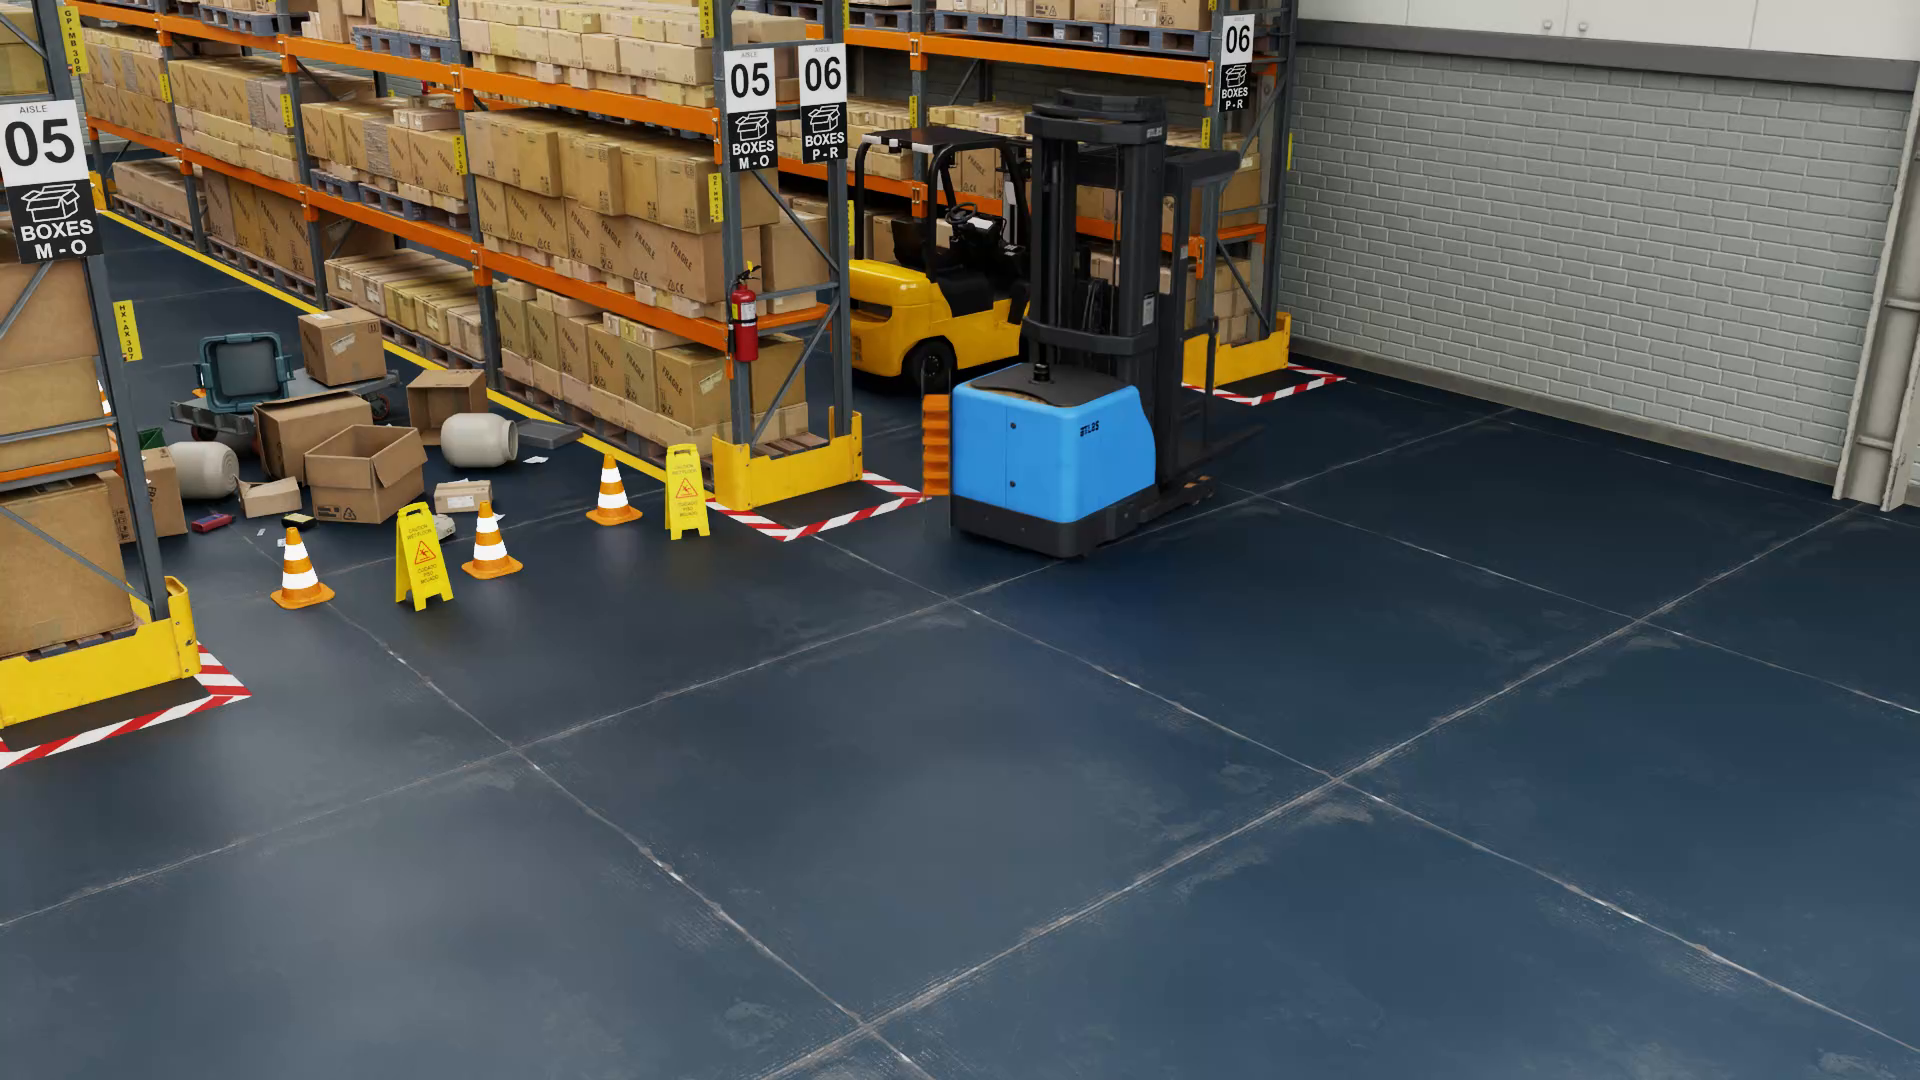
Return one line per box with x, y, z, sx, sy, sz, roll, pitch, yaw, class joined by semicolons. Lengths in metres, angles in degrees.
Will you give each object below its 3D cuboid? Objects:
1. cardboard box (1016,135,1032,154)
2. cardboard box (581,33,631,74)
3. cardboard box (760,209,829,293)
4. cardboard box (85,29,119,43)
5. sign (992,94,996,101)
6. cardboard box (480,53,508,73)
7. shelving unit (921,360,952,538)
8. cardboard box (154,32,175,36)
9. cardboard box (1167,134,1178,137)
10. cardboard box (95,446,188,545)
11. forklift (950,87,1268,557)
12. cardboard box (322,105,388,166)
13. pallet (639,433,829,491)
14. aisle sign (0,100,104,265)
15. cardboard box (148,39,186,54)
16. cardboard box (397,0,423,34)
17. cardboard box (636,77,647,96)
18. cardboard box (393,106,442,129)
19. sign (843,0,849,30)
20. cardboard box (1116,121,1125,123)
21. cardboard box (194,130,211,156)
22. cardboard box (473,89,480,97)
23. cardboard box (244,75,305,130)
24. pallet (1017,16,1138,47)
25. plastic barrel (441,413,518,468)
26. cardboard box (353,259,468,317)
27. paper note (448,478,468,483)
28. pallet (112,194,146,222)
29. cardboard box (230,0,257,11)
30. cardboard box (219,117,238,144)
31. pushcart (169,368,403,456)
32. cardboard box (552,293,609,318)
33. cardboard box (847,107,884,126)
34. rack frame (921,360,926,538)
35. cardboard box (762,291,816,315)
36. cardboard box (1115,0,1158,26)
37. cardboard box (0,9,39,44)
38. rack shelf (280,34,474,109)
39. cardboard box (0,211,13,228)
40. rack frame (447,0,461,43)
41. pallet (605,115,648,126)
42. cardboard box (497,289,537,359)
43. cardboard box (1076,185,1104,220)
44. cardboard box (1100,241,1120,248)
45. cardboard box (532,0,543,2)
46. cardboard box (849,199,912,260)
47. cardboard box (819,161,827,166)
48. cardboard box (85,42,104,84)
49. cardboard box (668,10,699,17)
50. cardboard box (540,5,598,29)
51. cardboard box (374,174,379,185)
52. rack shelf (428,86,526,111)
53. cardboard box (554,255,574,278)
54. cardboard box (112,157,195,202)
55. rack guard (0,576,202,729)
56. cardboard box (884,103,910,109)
0.749;-3.884;16.262;0.380;0.149;0.250;-19;28;-39;cardboard box
-2.428;-3.583;12.204;0.500;0.250;0.500;-17;27;-36;cardboard box
-1.320;-2.141;12.293;0.500;0.500;0.500;-18;28;-38;cardboard box
-11.335;-6.675;22.017;0.380;0.149;0.250;-16;27;-36;cardboard box
0.346;-4.619;17.870;0.100;0.325;0.005;-17;27;-37;sign
-3.687;-3.913;13.594;0.380;0.149;0.250;-17;27;-37;cardboard box
-0.157;-0.618;11.412;0.189;1.200;0.258;1;21;3;shelving unit
-10.247;-6.526;21.635;0.380;0.149;0.250;-16;27;-36;cardboard box
1.768;-3.604;15.139;0.380;0.149;0.250;-17;27;-36;cardboard box
-5.725;-0.311;11.588;0.500;0.500;0.500;-12;25;-28;cardboard box
1.246;-1.716;11.847;1.130;2.935;3.031;16;27;36;forklift
-5.979;-4.028;16.535;0.500;0.500;0.500;-16;26;-35;cardboard box
-1.774;-0.715;13.019;1.003;0.211;1.213;-17;27;-37;pallet
-4.631;-1.815;8.441;0.394;0.787;0.004;-17;27;-37;aisle sign
-9.741;-6.068;20.466;0.380;0.149;0.250;-17;27;-37;cardboard box
-4.649;-4.655;14.772;0.500;0.250;0.500;-17;27;-37;cardboard box
-2.115;-3.299;12.026;0.380;0.149;0.250;-17;27;-37;cardboard box
-4.960;-3.878;15.262;0.380;0.149;0.250;-19;28;-40;cardboard box
-0.810;-3.692;11.486;0.100;0.325;0.005;-17;27;-37;sign
1.714;-3.957;16.040;0.380;0.149;0.250;-18;28;-39;cardboard box
-8.627;-4.678;19.520;0.500;0.250;0.500;-18;28;-39;cardboard box
-7.097;-6.721;24.877;0.380;0.149;0.250;-18;28;-39;cardboard box
-7.319;-4.702;17.868;0.500;0.500;0.500;-17;27;-37;cardboard box
1.295;-4.836;15.727;1.003;0.211;1.213;-17;27;-37;pallet
-3.716;-0.770;12.869;0.512;0.421;0.421;0;21;-1;plastic barrel
-5.594;-2.581;16.988;0.950;0.372;0.625;-18;28;-38;cardboard box
-3.786;-0.429;12.553;0.148;0.019;0.142;-8;23;-19;paper note
-11.083;-4.679;23.141;1.003;0.211;1.213;-17;27;-37;pallet
-7.233;-5.837;17.447;0.700;0.500;0.500;-19;28;-40;cardboard box
-7.977;-4.626;18.703;0.500;0.250;0.500;-18;28;-39;cardboard box
-5.526;-1.087;13.741;0.936;0.377;1.648;12;24;27;pushcart
-3.100;-1.939;13.599;0.380;0.149;0.250;-16;26;-34;cardboard box
-1.039;-4.625;18.154;0.380;0.149;0.250;-19;28;-39;cardboard box
-0.249;-0.619;11.416;0.006;1.200;0.240;1;21;3;rack frame
-1.285;-1.785;12.274;0.380;0.149;0.250;-17;27;-37;cardboard box
1.601;-4.745;14.843;0.396;0.266;0.258;-17;27;-37;cardboard box
-4.881;-2.614;8.470;0.380;0.149;0.250;-17;27;-37;cardboard box
-5.137;-4.479;15.679;1.077;0.370;4.000;-17;27;-37;rack shelf
-5.809;-1.554;9.653;0.875;0.550;0.550;-17;27;-37;cardboard box
-3.832;-5.658;13.590;1.000;3.000;0.127;-17;27;-37;rack frame
-3.958;-5.599;21.929;1.003;0.211;1.213;-17;27;-37;pallet
-3.651;-1.901;14.392;0.500;0.500;0.500;-16;26;-35;cardboard box
1.351;-3.349;15.784;0.500;0.500;0.500;-18;28;-38;cardboard box
1.720;-2.778;16.288;0.500;0.250;0.500;-18;27;-38;cardboard box
-3.459;-4.480;13.947;0.380;0.149;0.250;-17;27;-36;cardboard box
-0.923;-3.495;18.973;0.875;0.625;0.625;-18;28;-38;cardboard box
-1.234;-4.336;18.648;0.500;0.250;0.500;-17;27;-37;cardboard box
-11.224;-6.350;22.076;0.500;0.500;0.500;-18;28;-39;cardboard box
-1.933;-3.839;12.311;0.380;0.149;0.250;-18;27;-38;cardboard box
-2.982;-4.004;12.731;0.380;0.149;0.250;-18;28;-38;cardboard box
-5.474;-3.544;16.187;0.380;0.149;0.250;-16;27;-35;cardboard box
-6.601;-6.475;24.889;1.077;0.370;4.000;-17;27;-37;rack shelf
-3.041;-2.228;13.405;0.380;0.149;0.250;-17;27;-37;cardboard box
-11.158;-5.024;23.135;0.875;0.438;0.875;-19;28;-39;cardboard box
-4.889;0.618;9.222;1.175;0.500;0.348;-17;27;-37;rack guard
-0.621;-4.765;18.511;0.380;0.149;0.250;-18;28;-38;cardboard box
